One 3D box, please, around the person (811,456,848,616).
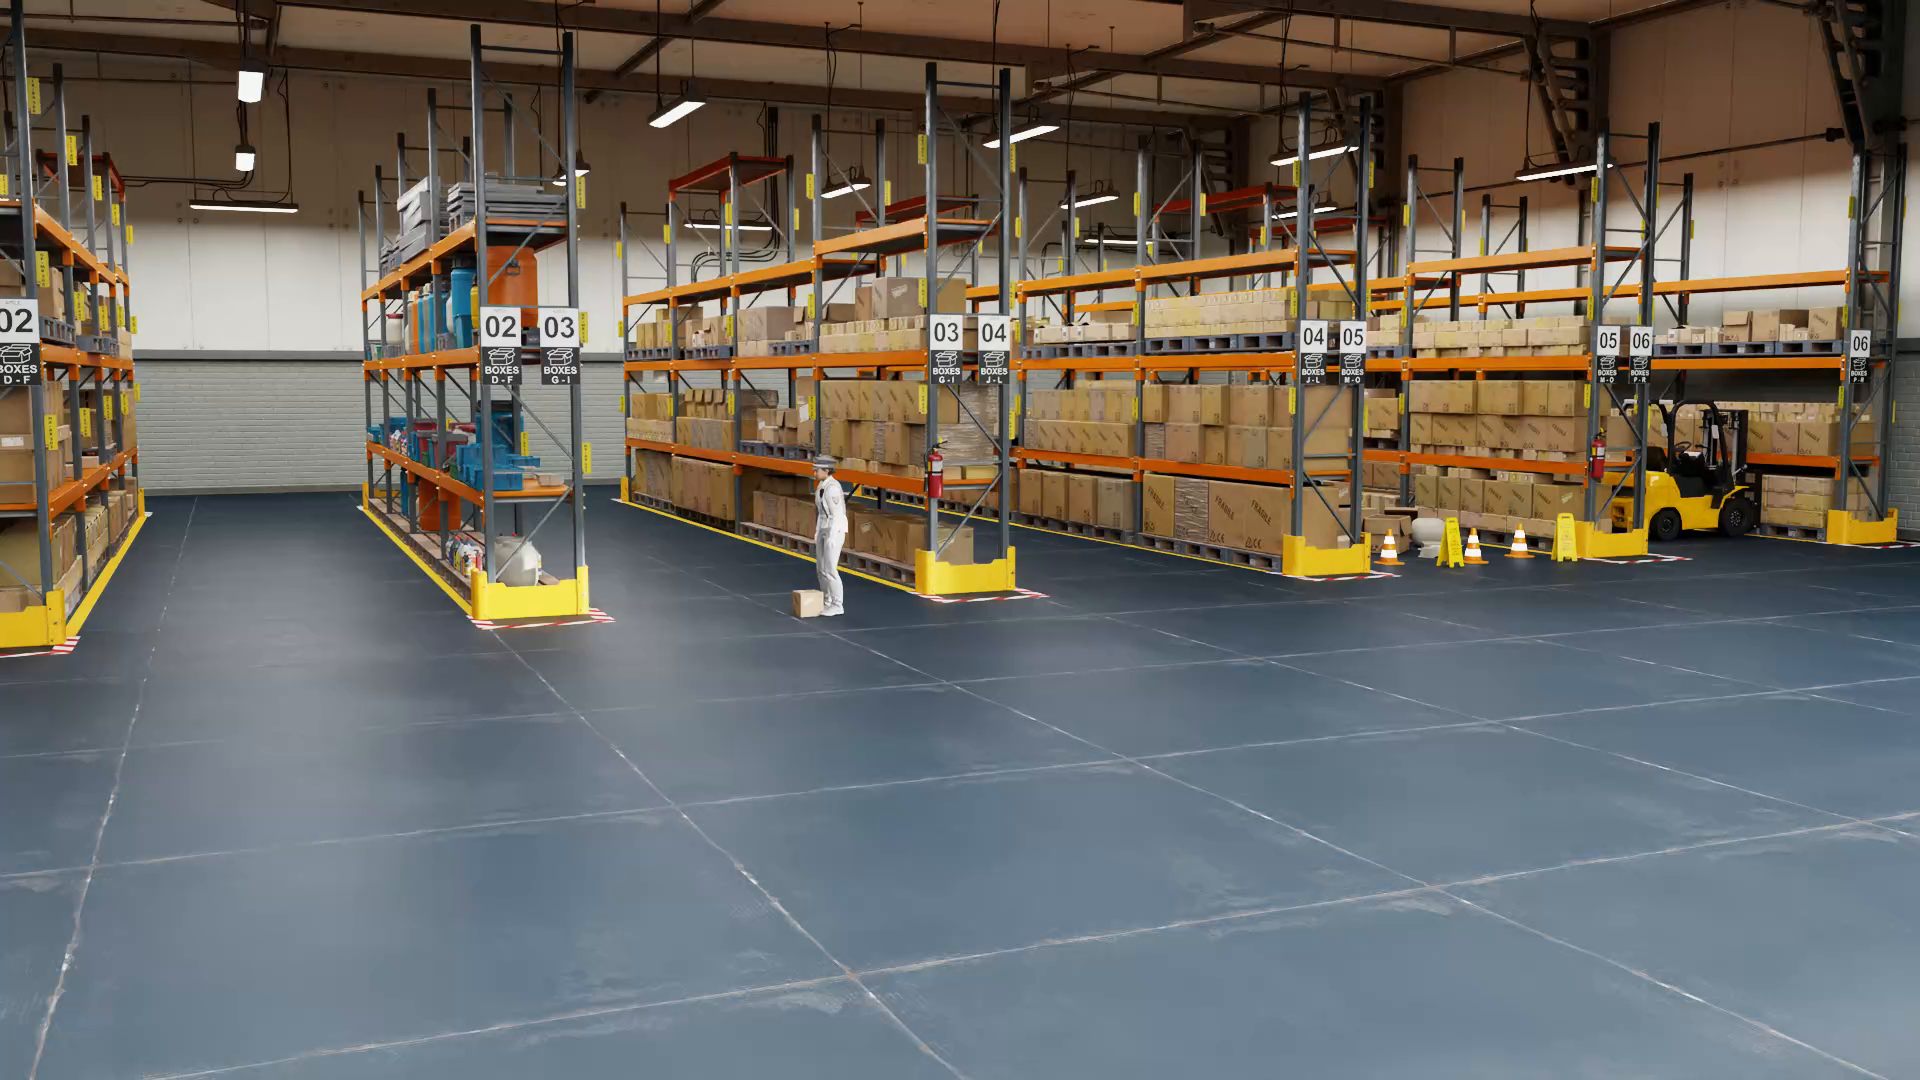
[{"bbox_3d":[-1.383,-0.050,17.497,0.371,1.664,0.530,-2,6,-23],"label":"person"}]
